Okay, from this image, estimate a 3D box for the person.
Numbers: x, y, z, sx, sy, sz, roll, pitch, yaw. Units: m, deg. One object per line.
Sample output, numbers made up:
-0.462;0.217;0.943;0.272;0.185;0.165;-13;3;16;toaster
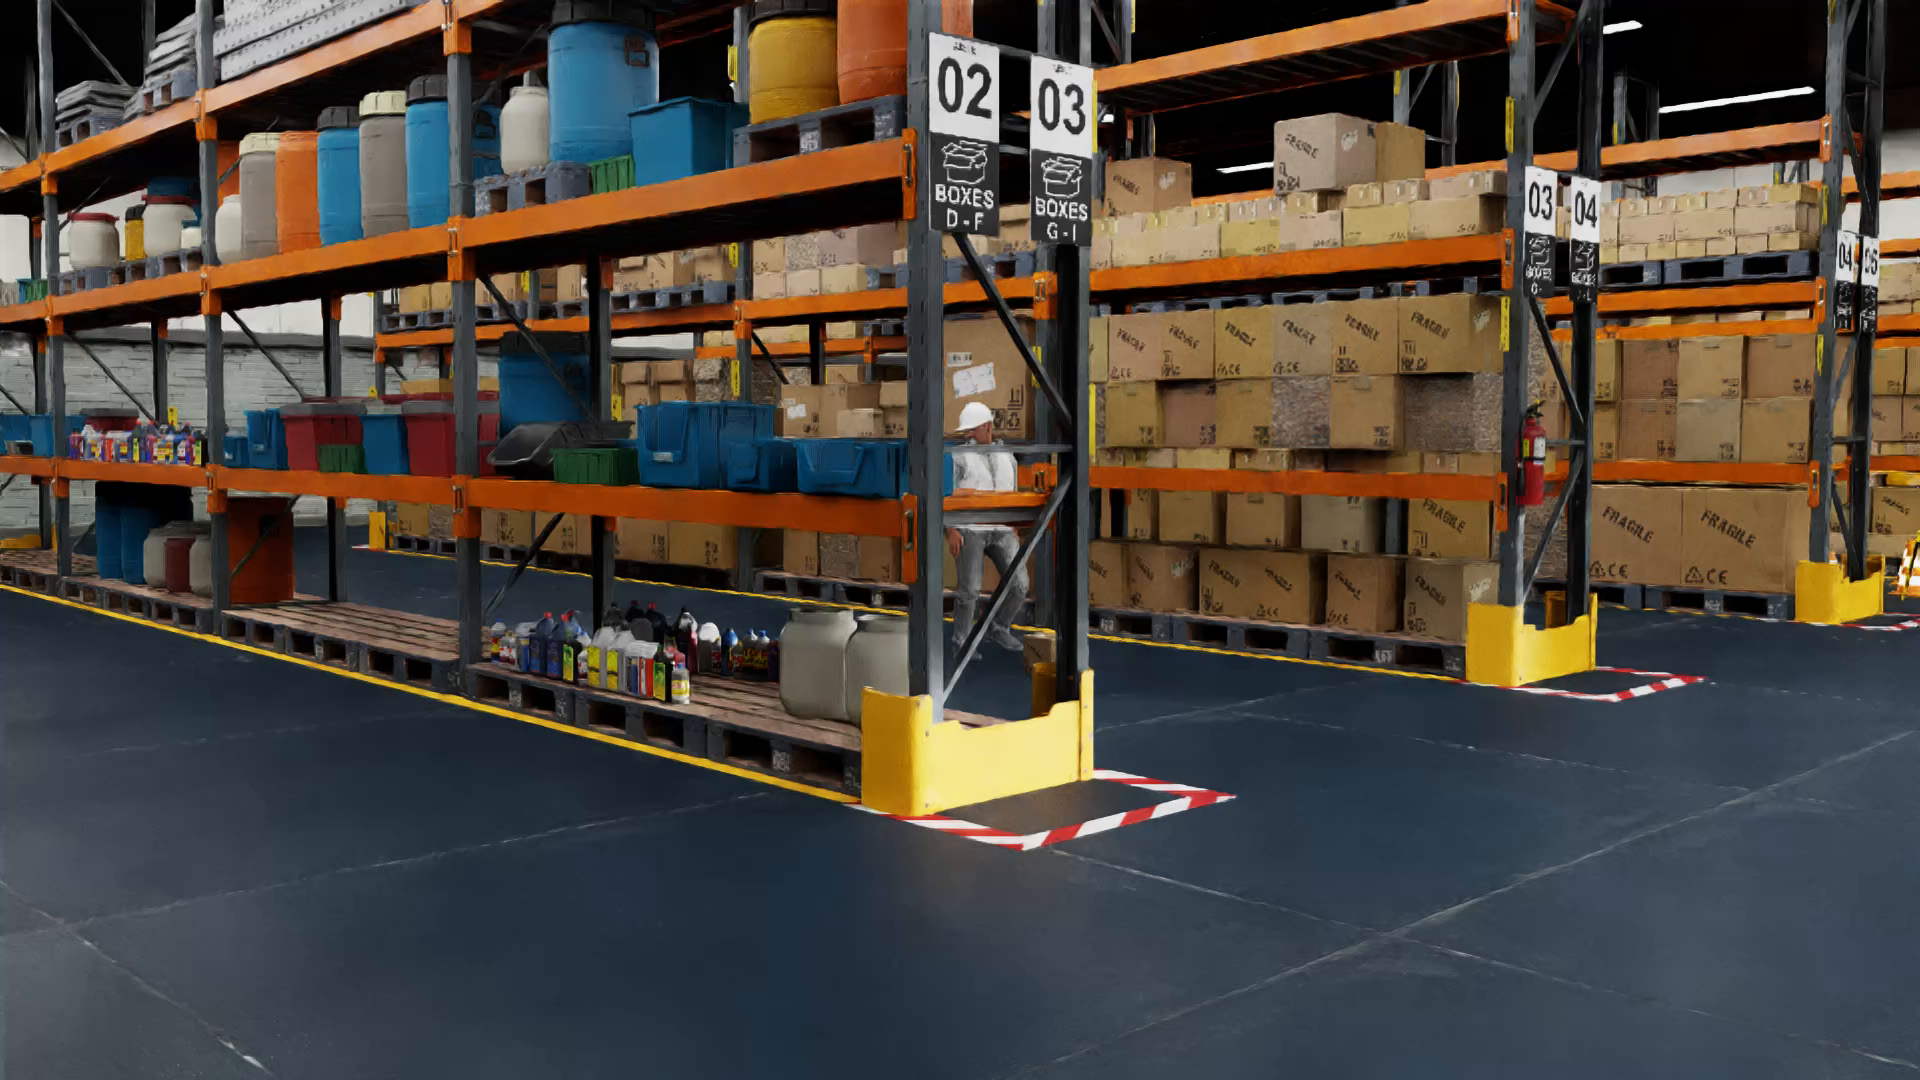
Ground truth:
0.183;-0.060;11.301;0.582;1.756;0.457;-2;5;-31;person
